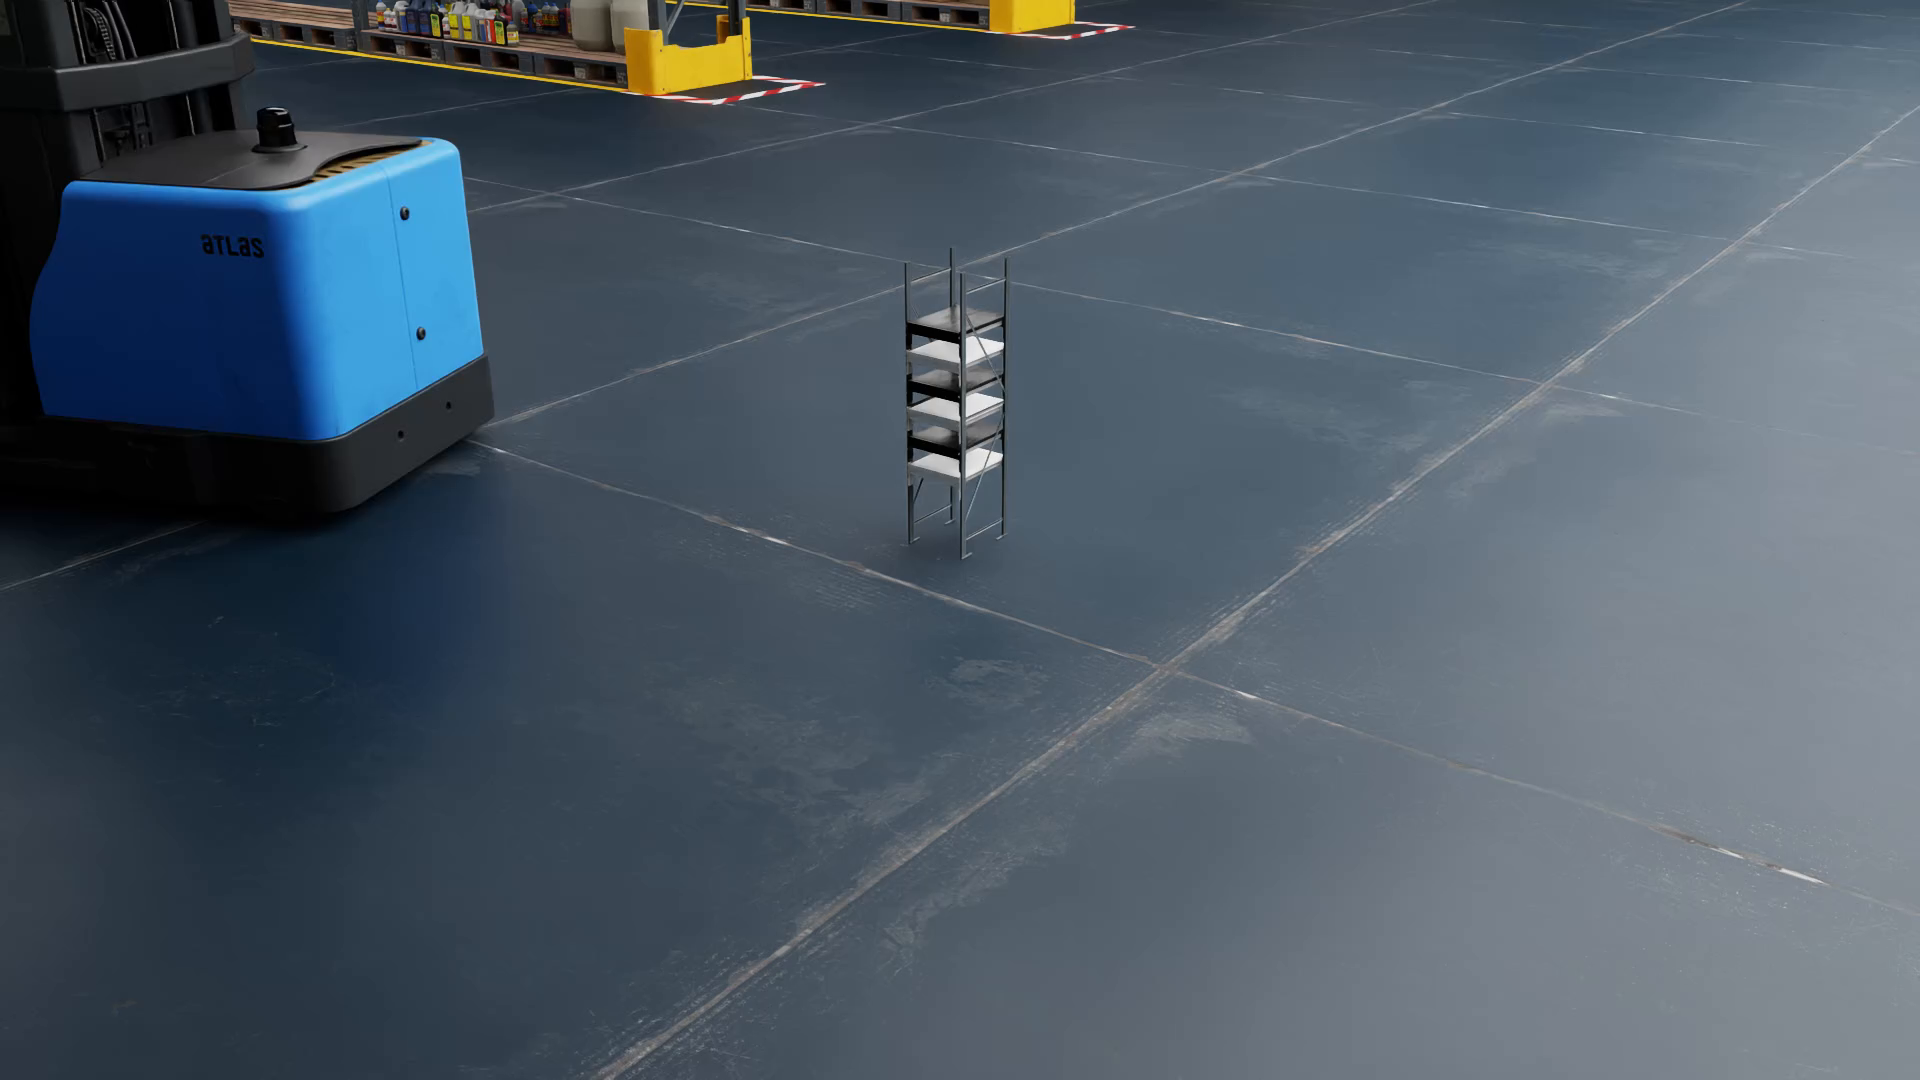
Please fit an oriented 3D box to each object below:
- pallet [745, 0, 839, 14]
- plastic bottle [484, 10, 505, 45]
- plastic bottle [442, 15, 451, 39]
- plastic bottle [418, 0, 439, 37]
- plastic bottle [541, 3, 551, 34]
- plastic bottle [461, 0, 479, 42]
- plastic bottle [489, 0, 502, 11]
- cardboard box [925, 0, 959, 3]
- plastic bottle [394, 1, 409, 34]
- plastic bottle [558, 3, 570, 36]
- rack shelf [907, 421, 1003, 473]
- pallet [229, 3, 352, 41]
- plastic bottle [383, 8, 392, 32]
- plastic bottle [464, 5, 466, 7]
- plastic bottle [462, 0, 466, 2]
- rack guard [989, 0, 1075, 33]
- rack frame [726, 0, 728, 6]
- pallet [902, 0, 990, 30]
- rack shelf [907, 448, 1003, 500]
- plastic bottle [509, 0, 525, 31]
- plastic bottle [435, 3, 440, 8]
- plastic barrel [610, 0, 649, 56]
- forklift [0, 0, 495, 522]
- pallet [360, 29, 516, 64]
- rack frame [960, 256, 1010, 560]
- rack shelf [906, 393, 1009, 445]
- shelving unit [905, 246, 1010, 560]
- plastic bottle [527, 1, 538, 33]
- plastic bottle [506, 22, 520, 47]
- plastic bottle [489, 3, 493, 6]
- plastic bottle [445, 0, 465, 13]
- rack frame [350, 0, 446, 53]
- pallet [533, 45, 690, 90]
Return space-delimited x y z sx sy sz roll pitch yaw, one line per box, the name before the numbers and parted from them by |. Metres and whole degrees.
pallet | -1.816 -6.300 19.286 1.213 0.211 1.003 17 29 33
plastic bottle | -4.062 -4.489 14.550 0.135 0.276 0.152 17 29 34
plastic bottle | -4.584 -4.599 14.893 0.097 0.201 0.097 0 24 0
plastic bottle | -4.797 -4.743 15.035 0.185 0.351 0.144 15 28 31
plastic bottle | -3.762 -4.760 15.172 0.097 0.271 0.097 0 24 0
plastic bottle | -4.308 -4.596 14.700 0.185 0.351 0.144 18 30 35
plastic bottle | -4.286 -4.861 15.385 0.133 0.283 0.061 17 29 33
cardboard box | -0.162 -6.098 17.949 0.500 0.500 0.500 -17 29 -34
plastic bottle | -5.078 -4.796 15.247 0.135 0.276 0.152 18 30 35
plastic bottle | -3.578 -4.720 15.064 0.133 0.283 0.061 17 29 34
rack shelf | -0.006 -0.301 5.123 0.200 0.077 0.258 17 29 33
pallet | -6.977 -5.325 17.074 1.213 0.211 1.003 17 29 33
plastic bottle | -5.272 -4.807 15.364 0.097 0.201 0.097 0 24 0
plastic bottle | -4.388 -4.660 14.939 0.135 0.276 0.152 17 29 33
plastic bottle | -4.657 -5.055 15.743 0.185 0.351 0.144 16 28 32
rack guard | 0.766 -5.634 17.417 0.348 0.500 1.175 17 29 33
rack frame | -2.374 -7.727 19.067 0.127 3.000 1.000 17 29 33
pallet | 0.137 -5.710 17.947 1.213 0.211 1.003 17 29 33
rack shelf | -0.006 -0.219 5.159 0.200 0.077 0.258 17 29 33
plastic bottle | -4.117 -4.856 15.383 0.135 0.276 0.152 17 29 34
plastic bottle | -4.759 -4.757 15.163 0.097 0.271 0.097 0 24 0
plastic barrel | -2.717 -4.350 13.967 0.421 0.512 0.421 0 24 0
forklift | -3.281 -1.708 5.492 3.031 2.935 1.130 6 24 13
pallet | -4.832 -4.677 15.603 1.213 0.211 1.003 17 29 33
rack frame | 0.075 -0.389 5.017 0.006 0.900 0.240 17 29 33
rack shelf | -0.006 -0.383 5.086 0.200 0.077 0.258 17 29 33
shelving unit | -0.006 -0.414 5.073 0.210 0.900 0.258 17 29 33
plastic bottle | -3.924 -4.809 15.284 0.097 0.271 0.097 0 24 0
plastic bottle | -3.877 -4.385 14.407 0.097 0.201 0.097 0 24 0
plastic bottle | -4.348 -4.952 15.592 0.133 0.283 0.061 19 30 37
plastic bottle | -4.743 -5.009 15.637 0.185 0.351 0.144 17 29 33
rack frame | -5.345 -6.129 15.440 0.127 3.000 1.000 17 29 33
pallet | -2.880 -4.087 14.264 1.213 0.211 1.003 17 29 33
